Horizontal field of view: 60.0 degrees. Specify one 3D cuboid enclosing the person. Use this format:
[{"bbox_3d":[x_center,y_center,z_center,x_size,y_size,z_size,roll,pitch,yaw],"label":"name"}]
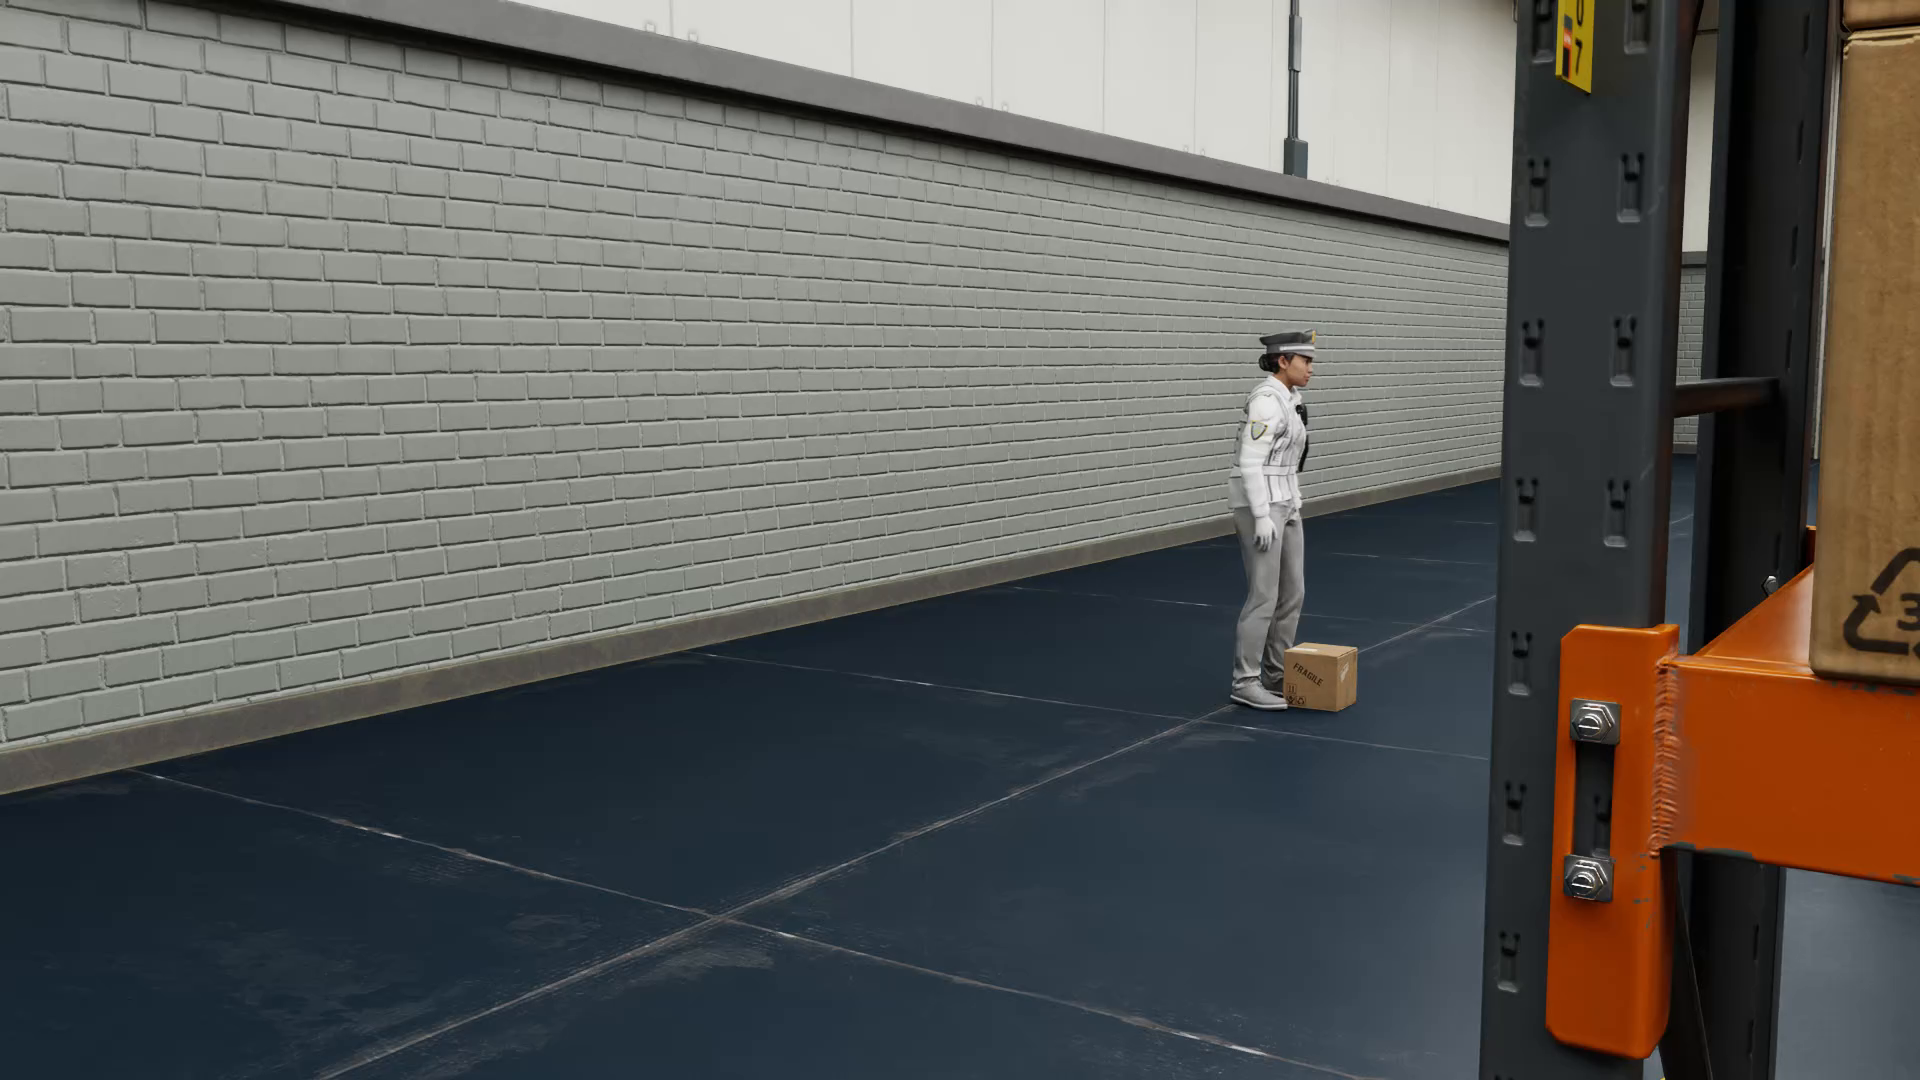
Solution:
[{"bbox_3d":[1.420,-0.108,7.442,0.410,1.666,0.547,4,7,30],"label":"person"}]
